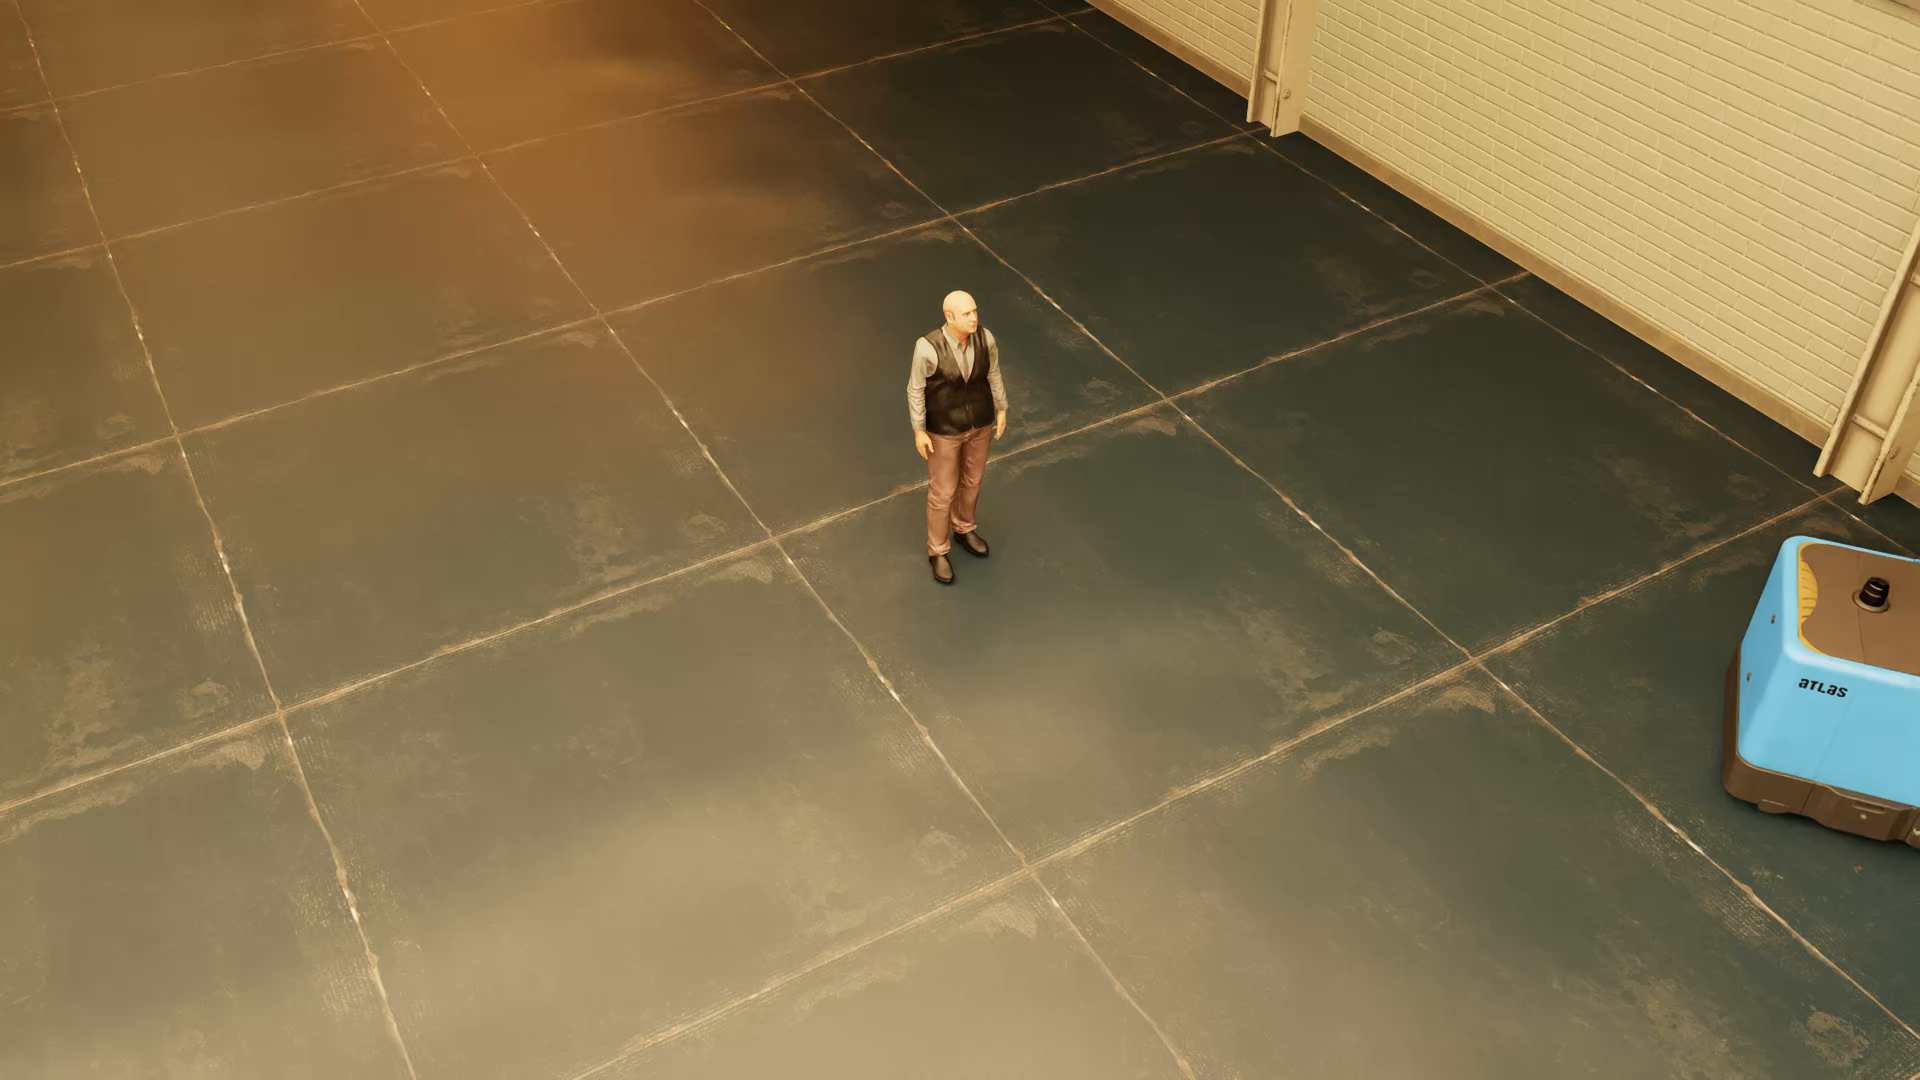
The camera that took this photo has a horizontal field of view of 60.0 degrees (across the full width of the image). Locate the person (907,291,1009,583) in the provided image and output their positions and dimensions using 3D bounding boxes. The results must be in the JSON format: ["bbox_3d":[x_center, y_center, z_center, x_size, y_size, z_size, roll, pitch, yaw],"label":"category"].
[{"bbox_3d":[0.025,-0.631,9.733,0.633,1.722,0.566,-20,44,-23],"label":"person"}]

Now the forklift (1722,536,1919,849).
[{"bbox_3d":[5.551,0.282,7.697,3.031,2.935,1.130,14,42,16],"label":"forklift"}]
